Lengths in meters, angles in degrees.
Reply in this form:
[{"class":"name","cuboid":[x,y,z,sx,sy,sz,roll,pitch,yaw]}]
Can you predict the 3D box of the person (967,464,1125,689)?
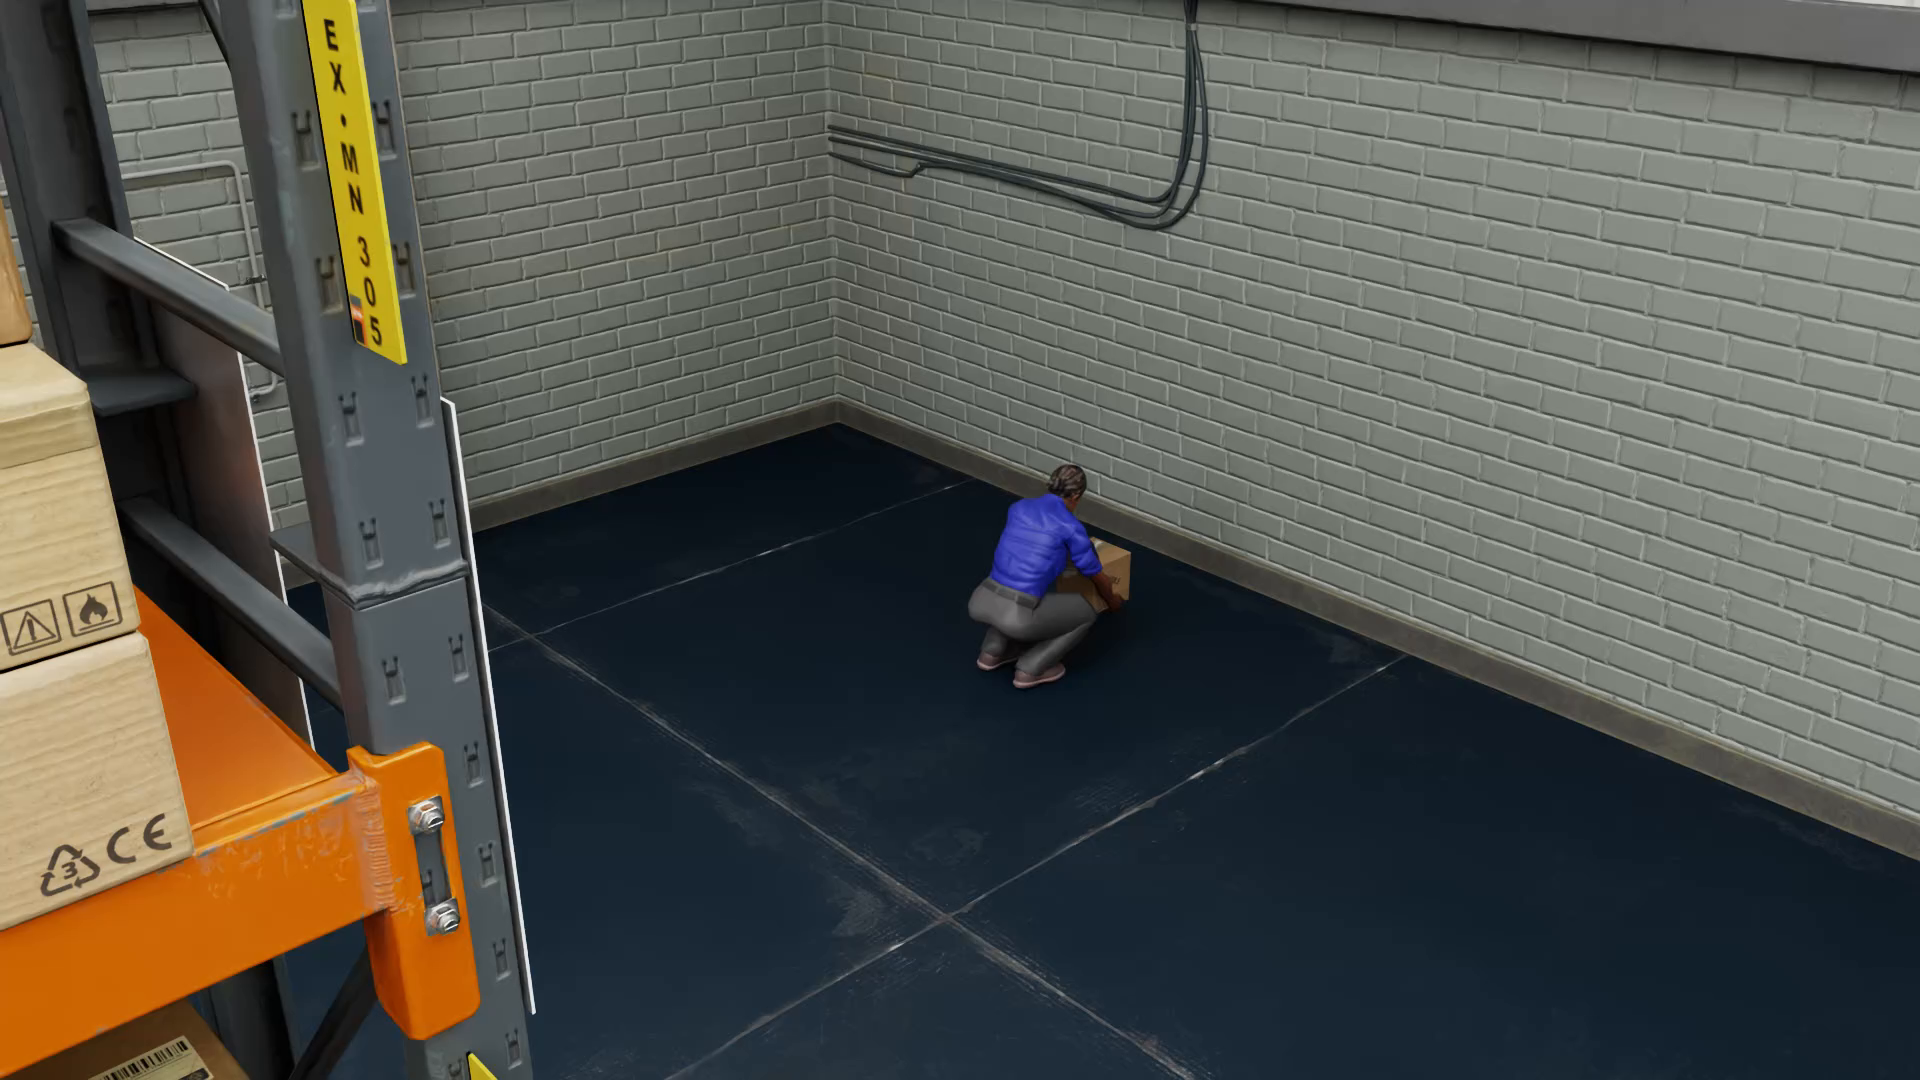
[{"class":"person","cuboid":[0.398,0.149,7.684,0.825,0.928,0.488,-21,32,-39]}]
